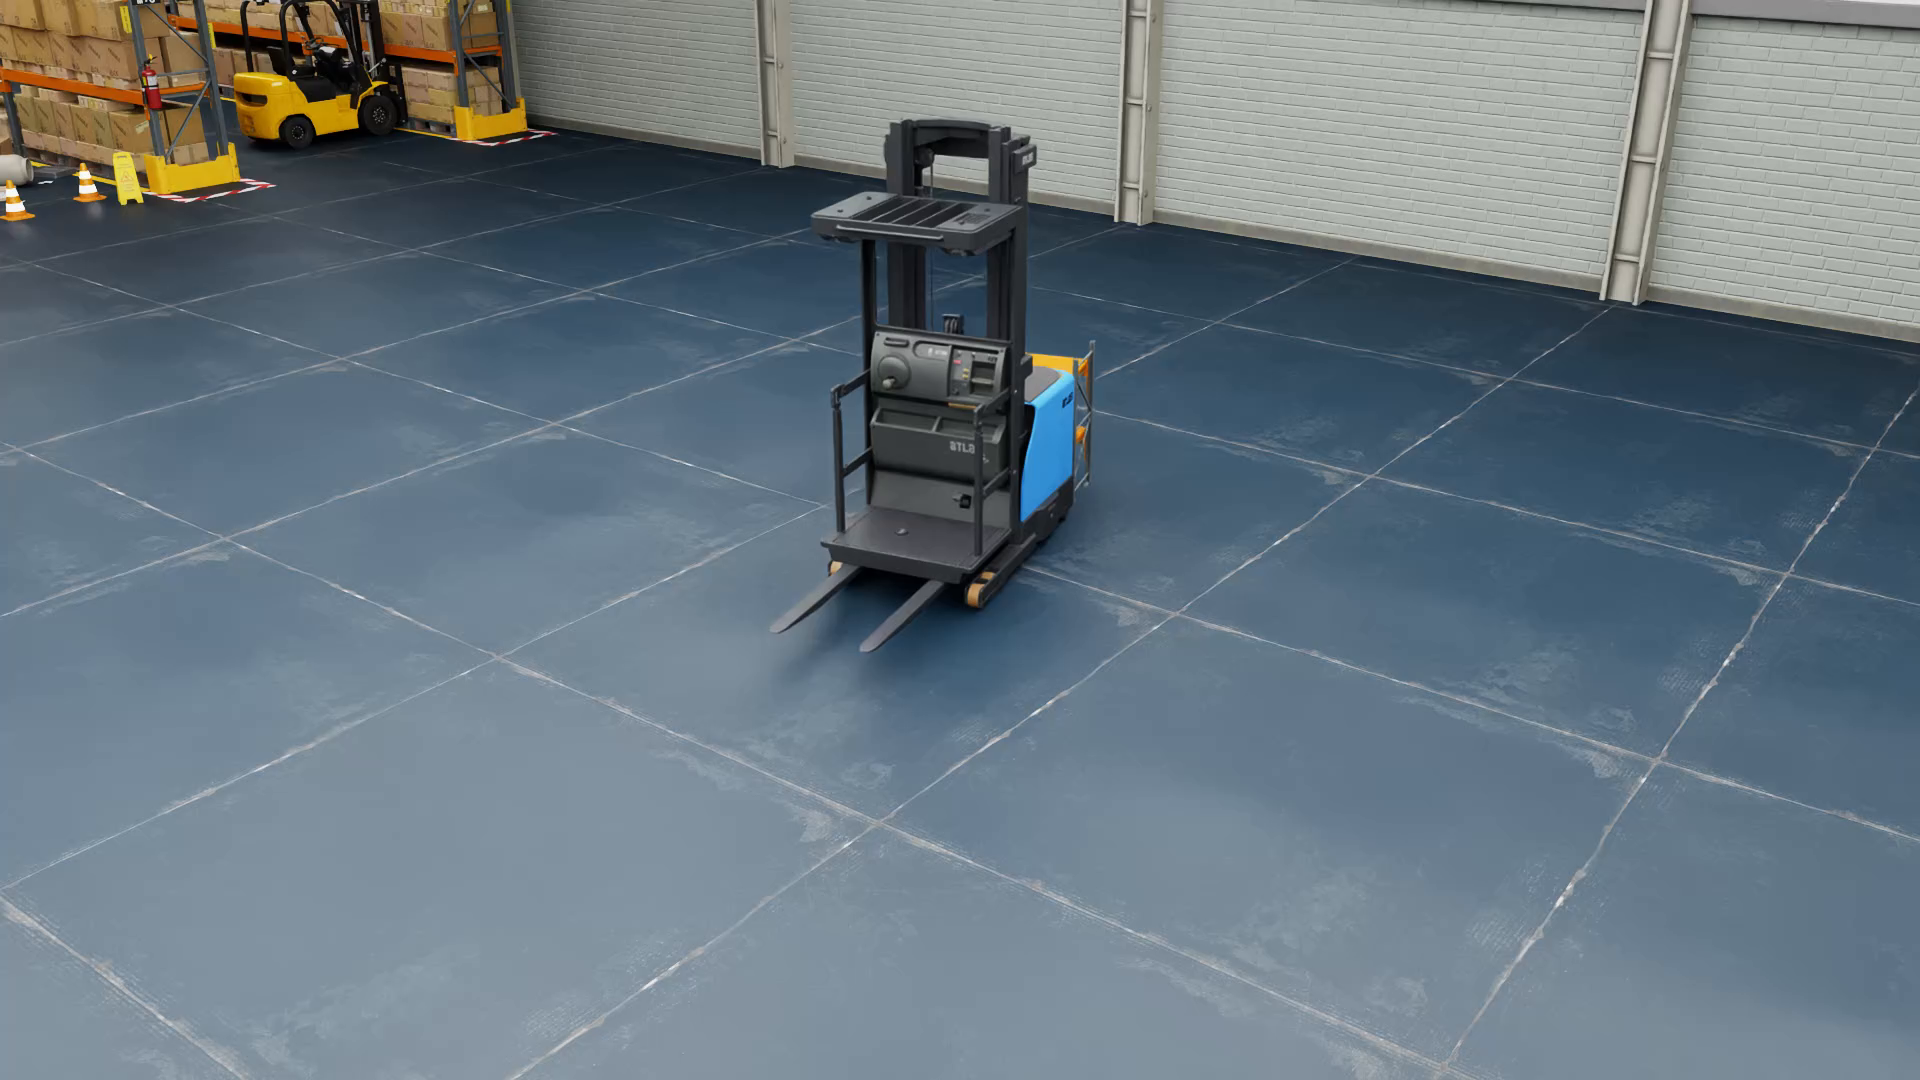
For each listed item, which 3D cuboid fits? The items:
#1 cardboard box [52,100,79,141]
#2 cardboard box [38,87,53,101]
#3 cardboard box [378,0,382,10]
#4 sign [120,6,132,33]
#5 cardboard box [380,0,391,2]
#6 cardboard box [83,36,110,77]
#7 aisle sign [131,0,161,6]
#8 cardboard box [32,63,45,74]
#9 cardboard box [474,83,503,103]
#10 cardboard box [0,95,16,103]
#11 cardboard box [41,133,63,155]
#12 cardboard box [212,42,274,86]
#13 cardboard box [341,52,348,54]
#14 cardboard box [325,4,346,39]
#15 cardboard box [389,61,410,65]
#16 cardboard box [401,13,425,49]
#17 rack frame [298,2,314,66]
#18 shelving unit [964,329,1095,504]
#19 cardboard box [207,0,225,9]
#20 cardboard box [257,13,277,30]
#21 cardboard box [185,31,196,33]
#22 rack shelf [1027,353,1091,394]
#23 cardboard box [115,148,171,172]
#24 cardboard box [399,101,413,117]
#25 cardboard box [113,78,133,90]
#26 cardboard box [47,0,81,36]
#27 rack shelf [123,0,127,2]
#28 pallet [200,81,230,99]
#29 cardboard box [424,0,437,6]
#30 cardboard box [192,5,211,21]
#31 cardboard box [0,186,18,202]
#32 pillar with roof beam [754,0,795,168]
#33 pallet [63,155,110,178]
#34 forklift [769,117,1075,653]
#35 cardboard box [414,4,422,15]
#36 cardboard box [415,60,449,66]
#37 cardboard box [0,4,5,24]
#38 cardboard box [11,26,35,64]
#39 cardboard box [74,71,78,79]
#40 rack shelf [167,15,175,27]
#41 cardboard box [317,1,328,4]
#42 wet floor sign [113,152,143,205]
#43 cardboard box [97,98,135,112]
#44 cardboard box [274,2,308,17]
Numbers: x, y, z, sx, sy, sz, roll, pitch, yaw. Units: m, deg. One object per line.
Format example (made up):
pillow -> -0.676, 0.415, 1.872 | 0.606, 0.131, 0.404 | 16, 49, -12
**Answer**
cardboard box -> -12.428, -5.961, 23.517 | 0.500, 0.500, 0.500 | 19, 30, 36
cardboard box -> -12.800, -6.336, 23.564 | 0.250, 0.149, 0.380 | 18, 30, 35
cardboard box -> -9.045, -8.528, 26.456 | 0.250, 0.149, 0.380 | 17, 29, 33
sign -> -10.735, -6.698, 21.403 | 0.005, 0.325, 0.100 | 17, 29, 33
cardboard box -> -8.907, -8.574, 26.191 | 0.250, 0.149, 0.380 | 17, 29, 34
cardboard box -> -11.384, -6.544, 22.390 | 0.500, 0.500, 0.500 | 17, 29, 33
aisle sign -> -10.511, -7.279, 21.325 | 0.004, 0.787, 0.394 | 17, 29, 33
cardboard box -> -12.886, -6.700, 23.549 | 0.250, 0.149, 0.380 | 18, 29, 35
cardboard box -> -7.664, -7.143, 26.512 | 0.500, 0.250, 0.500 | 17, 29, 34
cardboard box -> -15.143, -6.621, 25.795 | 0.625, 0.372, 0.950 | 18, 29, 35
cardboard box -> -12.843, -5.744, 23.955 | 0.500, 0.250, 0.500 | 19, 30, 36
cardboard box -> -12.795, -8.529, 29.812 | 0.625, 0.625, 0.875 | 18, 29, 35
cardboard box -> -10.103, -8.102, 28.068 | 0.500, 0.250, 0.500 | 17, 29, 34
cardboard box -> -9.988, -8.501, 27.199 | 0.500, 0.500, 0.500 | 17, 29, 34
cardboard box -> -9.191, -7.568, 26.854 | 0.500, 0.250, 0.500 | 16, 28, 32
cardboard box -> -8.373, -8.008, 26.082 | 0.500, 0.500, 0.500 | 18, 29, 35
rack frame -> -10.613, -8.767, 27.928 | 0.127, 3.000, 1.000 | 17, 29, 33
shelving unit -> 0.425, -0.936, 12.480 | 1.048, 1.125, 0.538 | 8, 25, 18
cardboard box -> -12.797, -9.455, 29.054 | 0.500, 0.250, 0.500 | 16, 28, 32
cardboard box -> -11.579, -8.856, 28.315 | 0.500, 0.250, 0.500 | 17, 29, 33
cardboard box -> -14.650, -9.509, 31.387 | 0.250, 0.149, 0.380 | 15, 28, 31
rack shelf -> 0.425, -1.204, 12.362 | 1.000, 0.278, 0.538 | 8, 25, 18
cardboard box -> -11.214, -5.246, 22.825 | 0.500, 0.250, 0.500 | 17, 29, 33
cardboard box -> -8.765, -6.993, 26.790 | 0.500, 0.250, 0.500 | 17, 29, 34
cardboard box -> -11.083, -6.130, 22.253 | 0.250, 0.149, 0.380 | 16, 29, 33
cardboard box -> -11.796, -7.105, 22.423 | 0.500, 0.500, 0.700 | 16, 29, 33
rack shelf -> -11.987, -7.725, 22.734 | 4.000, 0.370, 1.077 | 17, 29, 33
pallet -> -13.178, -8.247, 30.205 | 1.213, 0.211, 1.003 | 17, 29, 33
cardboard box -> -8.041, -8.347, 25.677 | 0.250, 0.149, 0.380 | 17, 29, 33
cardboard box -> -13.206, -9.357, 29.451 | 0.500, 0.250, 0.500 | 16, 28, 32
cardboard box -> -12.646, -4.558, 21.911 | 0.380, 0.149, 0.250 | -10, 26, -21
pillar with roof beam -> -5.210, -8.165, 19.120 | 0.400, 9.000, 9.100 | 17, 29, 33
pallet -> -12.048, -5.443, 23.842 | 1.213, 0.211, 1.003 | 17, 29, 33
forklift -> -0.230, -1.093, 10.596 | 1.130, 2.935, 3.031 | 10, 26, 22
cardboard box -> -8.251, -8.271, 25.873 | 0.250, 0.149, 0.380 | 17, 29, 34
cardboard box -> -8.479, -7.613, 26.957 | 0.500, 0.250, 0.500 | 17, 29, 33
cardboard box -> -13.365, -7.628, 23.609 | 0.500, 0.500, 0.700 | 16, 29, 33
cardboard box -> -12.986, -7.037, 23.507 | 0.500, 0.500, 0.500 | 17, 29, 33
cardboard box -> -12.025, -6.480, 23.048 | 0.250, 0.149, 0.380 | 17, 29, 33
rack shelf -> -15.414, -9.889, 31.366 | 4.000, 0.370, 1.077 | 17, 29, 33
cardboard box -> -10.308, -8.886, 27.269 | 0.250, 0.149, 0.380 | 18, 29, 34
wet floor sign -> -10.876, -4.729, 21.683 | 0.267, 0.644, 0.232 | -15, 28, -30
cardboard box -> -11.518, -5.948, 22.685 | 0.250, 0.149, 0.380 | 18, 29, 35
cardboard box -> -11.159, -8.964, 27.940 | 0.500, 0.250, 0.500 | 16, 28, 32
